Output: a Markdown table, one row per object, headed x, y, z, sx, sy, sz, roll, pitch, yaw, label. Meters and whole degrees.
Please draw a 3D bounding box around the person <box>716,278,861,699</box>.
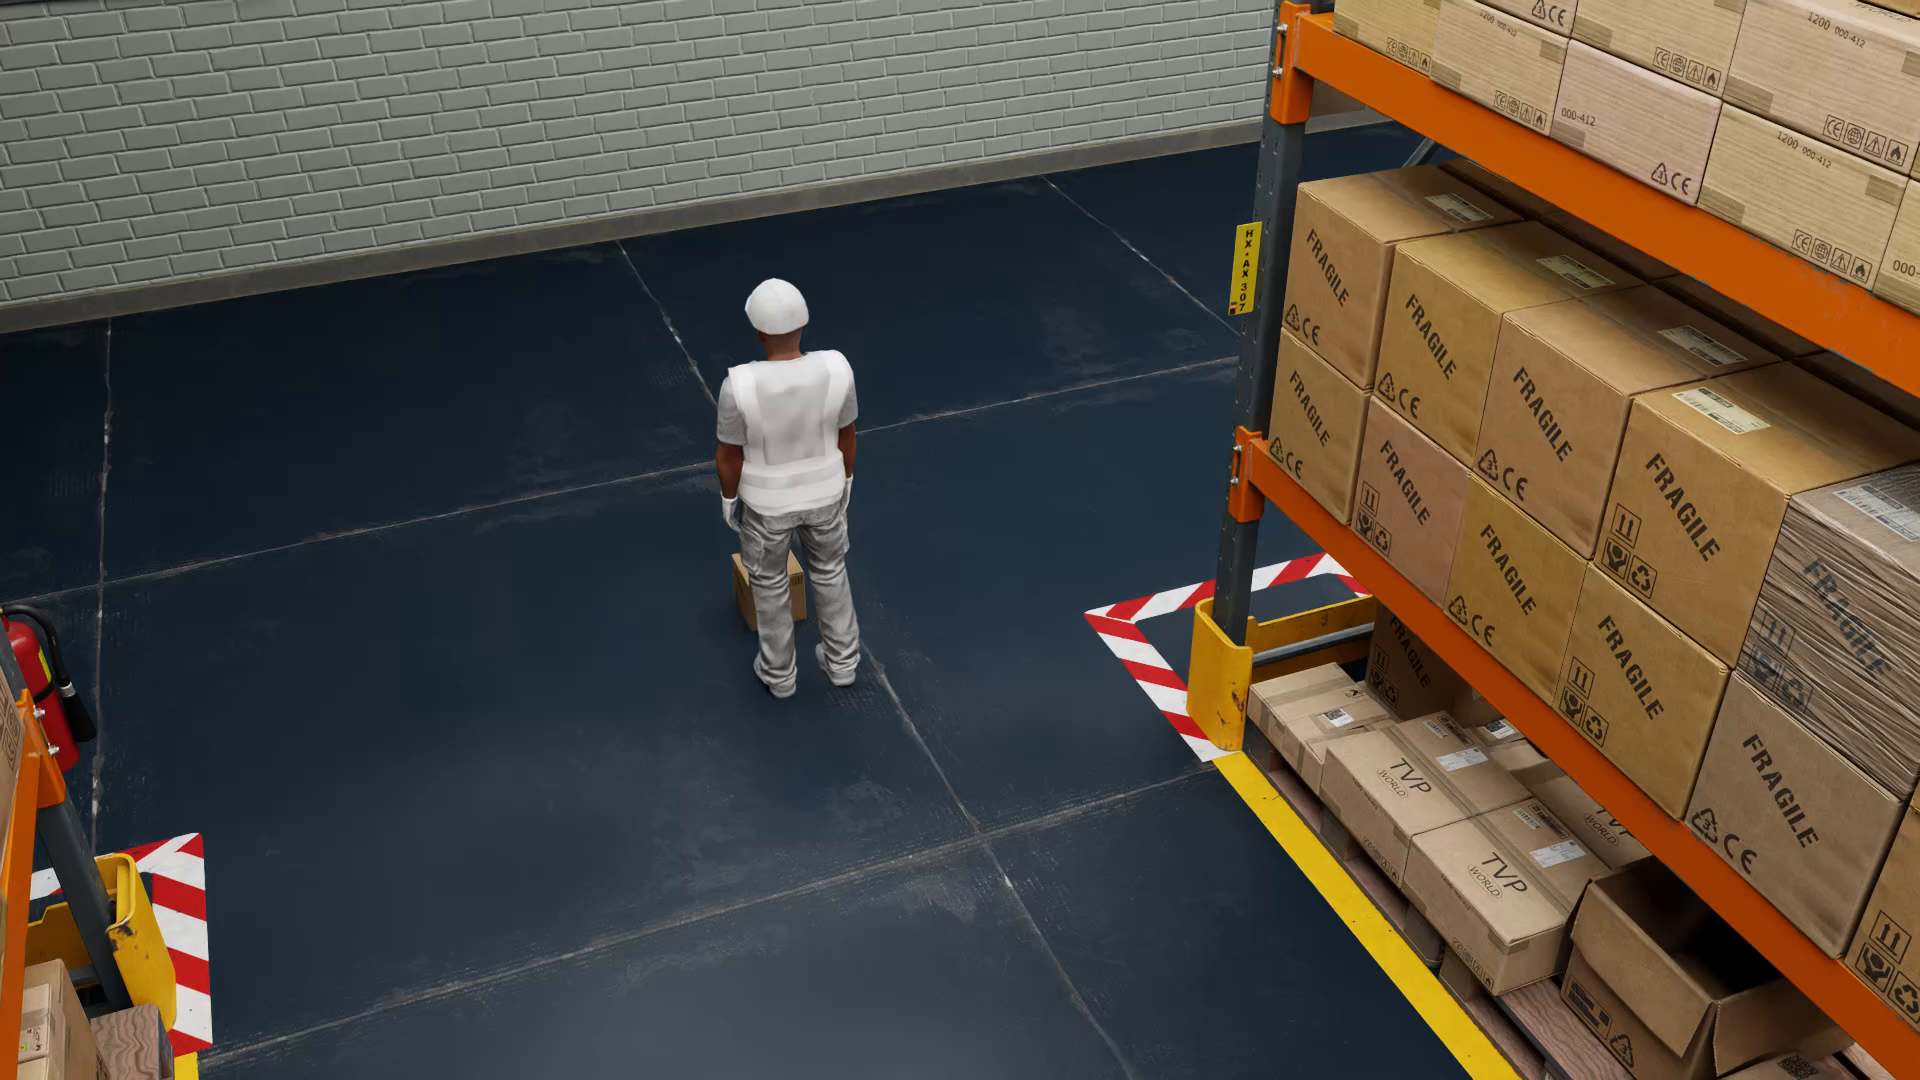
| x | y | z | sx | sy | sz | roll | pitch | yaw | label |
| --- | --- | --- | --- | --- | --- | --- | --- | --- | --- |
| -0.659 | -0.175 | 6.406 | 0.545 | 1.795 | 0.354 | -12 | 35 | -18 | person |
